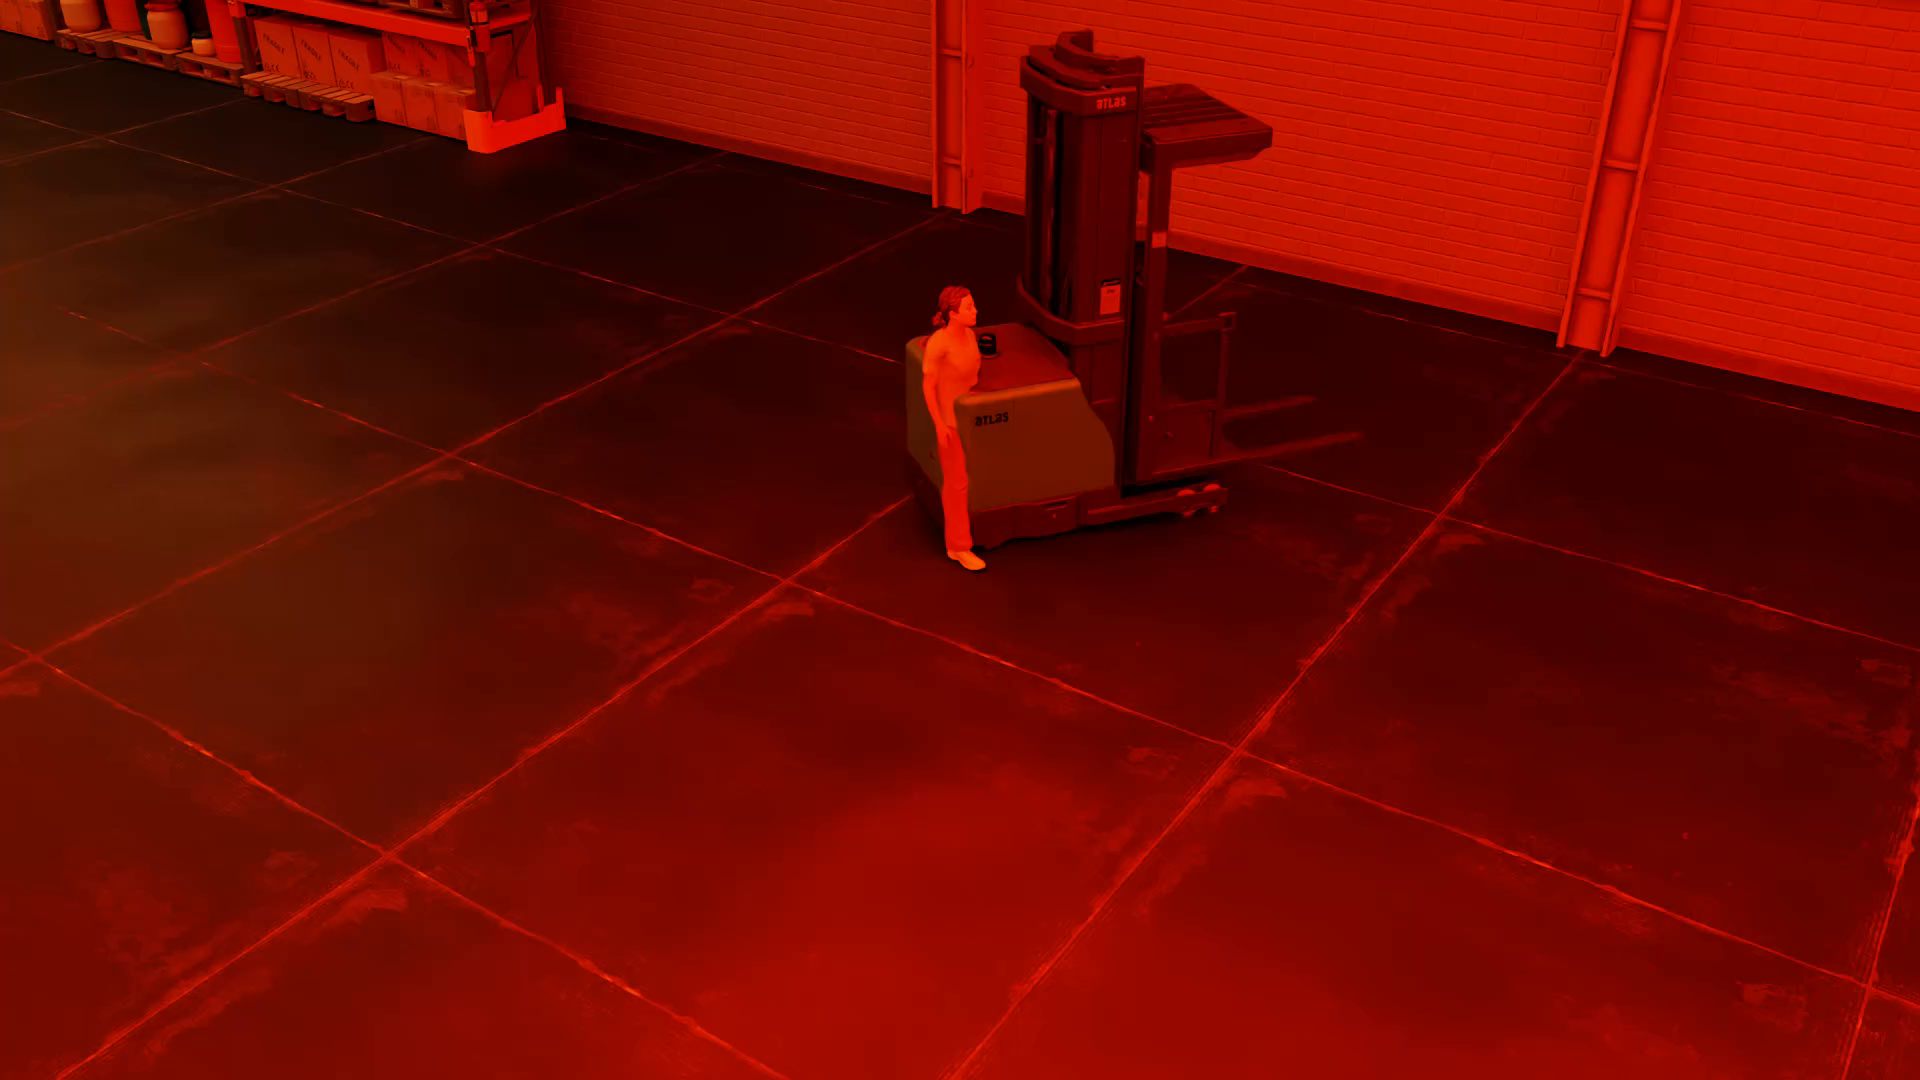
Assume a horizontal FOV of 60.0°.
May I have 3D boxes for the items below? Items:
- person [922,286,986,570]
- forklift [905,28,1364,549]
[{"bbox_3d":[0.055,-0.705,10.031,0.548,1.673,0.553,19,35,29],"label":"person"},{"bbox_3d":[1.208,-1.665,10.449,3.031,2.935,1.130,-11,32,-18],"label":"forklift"}]
